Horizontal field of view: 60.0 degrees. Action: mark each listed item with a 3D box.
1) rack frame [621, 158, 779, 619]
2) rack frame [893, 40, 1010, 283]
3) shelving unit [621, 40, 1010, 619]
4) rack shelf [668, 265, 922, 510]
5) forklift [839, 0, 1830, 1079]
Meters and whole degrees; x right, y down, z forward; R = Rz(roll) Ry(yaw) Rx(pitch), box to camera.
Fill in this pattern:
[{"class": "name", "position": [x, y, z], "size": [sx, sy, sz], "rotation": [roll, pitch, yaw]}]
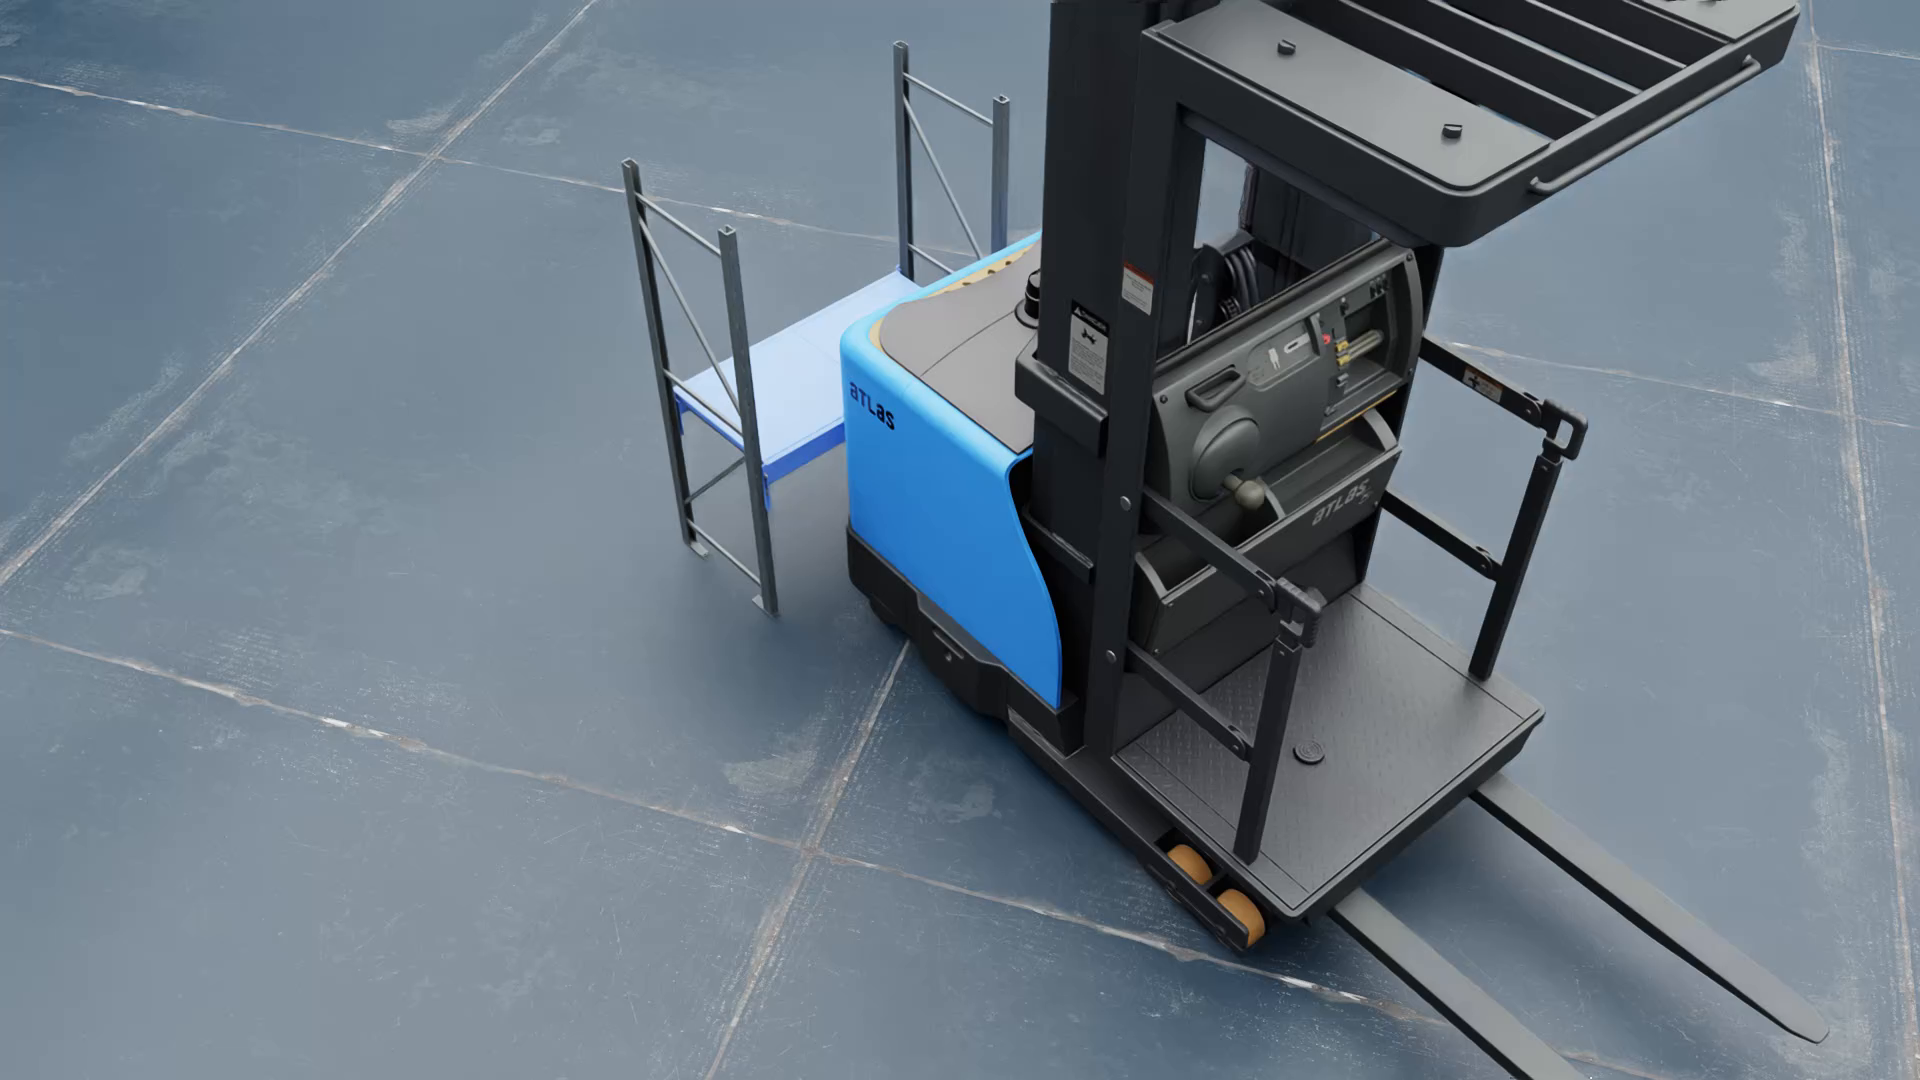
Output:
[{"class": "rack frame", "position": [-0.778, -0.412, 5.098], "size": [0.032, 1.500, 0.500], "rotation": [-33, 53, -29]}, {"class": "rack frame", "position": [-0.030, -0.893, 5.590], "size": [0.032, 1.500, 0.500], "rotation": [-33, 53, -29]}, {"class": "shelving unit", "position": [-0.404, -0.653, 5.344], "size": [1.048, 1.500, 0.538], "rotation": [-33, 53, -29]}, {"class": "rack shelf", "position": [-0.404, -0.524, 5.470], "size": [1.000, 0.185, 0.538], "rotation": [-33, 53, -29]}, {"class": "forklift", "position": [0.960, -0.321, 3.982], "size": [1.130, 2.935, 3.031], "rotation": [-30, 52, -27]}]
